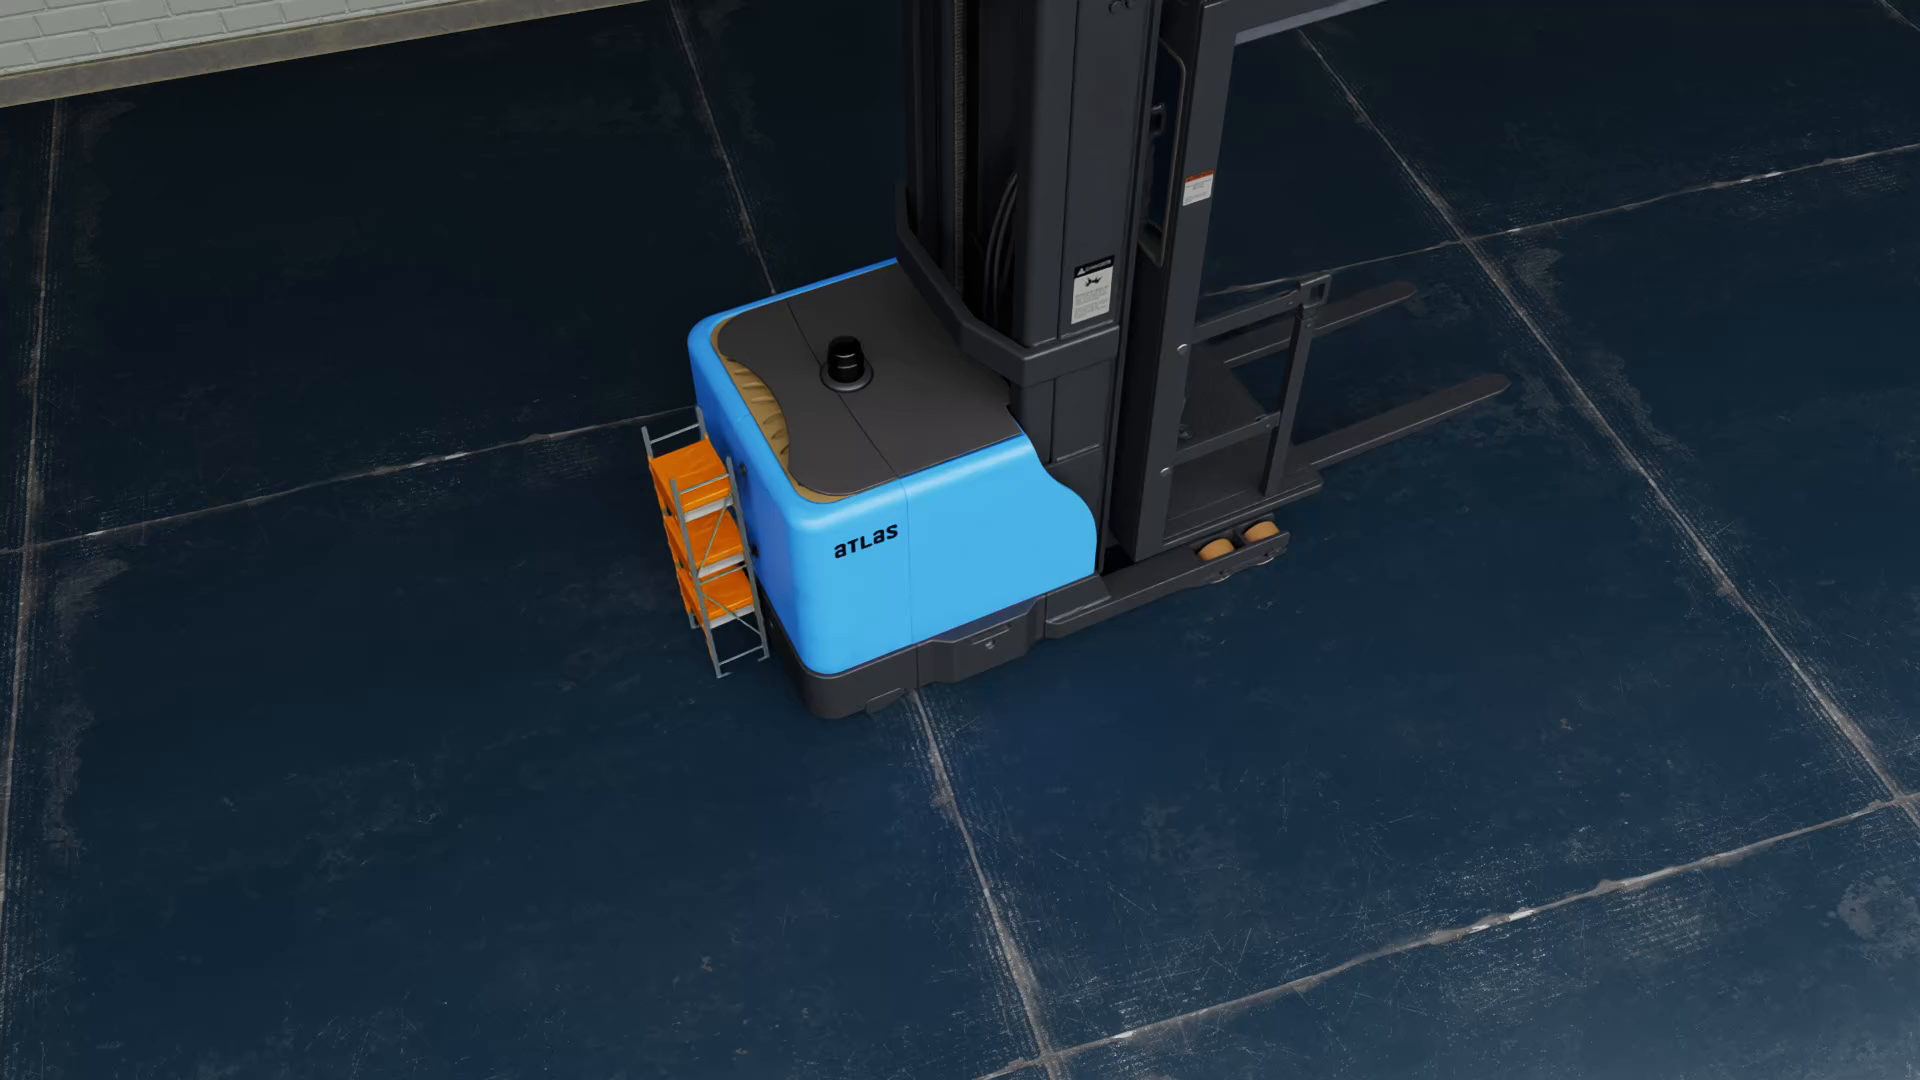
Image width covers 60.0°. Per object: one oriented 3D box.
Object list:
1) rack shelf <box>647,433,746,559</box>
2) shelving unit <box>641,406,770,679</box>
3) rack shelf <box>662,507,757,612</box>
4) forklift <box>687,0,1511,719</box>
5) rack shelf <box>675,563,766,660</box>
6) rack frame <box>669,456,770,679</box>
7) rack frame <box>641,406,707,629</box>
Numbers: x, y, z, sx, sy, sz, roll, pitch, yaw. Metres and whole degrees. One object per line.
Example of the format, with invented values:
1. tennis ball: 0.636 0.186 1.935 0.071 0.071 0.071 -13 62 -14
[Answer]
1. rack shelf: -0.840 -0.141 5.321 0.215 0.259 0.240 -23 53 -16
2. shelving unit: -0.834 0.032 5.532 0.215 1.050 0.252 -23 53 -16
3. rack shelf: -0.833 0.039 5.540 0.215 0.259 0.240 -23 53 -16
4. forklift: 0.644 -1.132 5.287 3.031 2.935 1.130 -21 53 -16
5. rack shelf: -0.826 0.215 5.755 0.215 0.259 0.240 -23 53 -16
6. rack frame: -0.777 0.115 5.462 0.200 1.050 0.008 -23 53 -16
7. rack frame: -0.890 -0.051 5.602 0.200 1.050 0.008 -23 53 -16
